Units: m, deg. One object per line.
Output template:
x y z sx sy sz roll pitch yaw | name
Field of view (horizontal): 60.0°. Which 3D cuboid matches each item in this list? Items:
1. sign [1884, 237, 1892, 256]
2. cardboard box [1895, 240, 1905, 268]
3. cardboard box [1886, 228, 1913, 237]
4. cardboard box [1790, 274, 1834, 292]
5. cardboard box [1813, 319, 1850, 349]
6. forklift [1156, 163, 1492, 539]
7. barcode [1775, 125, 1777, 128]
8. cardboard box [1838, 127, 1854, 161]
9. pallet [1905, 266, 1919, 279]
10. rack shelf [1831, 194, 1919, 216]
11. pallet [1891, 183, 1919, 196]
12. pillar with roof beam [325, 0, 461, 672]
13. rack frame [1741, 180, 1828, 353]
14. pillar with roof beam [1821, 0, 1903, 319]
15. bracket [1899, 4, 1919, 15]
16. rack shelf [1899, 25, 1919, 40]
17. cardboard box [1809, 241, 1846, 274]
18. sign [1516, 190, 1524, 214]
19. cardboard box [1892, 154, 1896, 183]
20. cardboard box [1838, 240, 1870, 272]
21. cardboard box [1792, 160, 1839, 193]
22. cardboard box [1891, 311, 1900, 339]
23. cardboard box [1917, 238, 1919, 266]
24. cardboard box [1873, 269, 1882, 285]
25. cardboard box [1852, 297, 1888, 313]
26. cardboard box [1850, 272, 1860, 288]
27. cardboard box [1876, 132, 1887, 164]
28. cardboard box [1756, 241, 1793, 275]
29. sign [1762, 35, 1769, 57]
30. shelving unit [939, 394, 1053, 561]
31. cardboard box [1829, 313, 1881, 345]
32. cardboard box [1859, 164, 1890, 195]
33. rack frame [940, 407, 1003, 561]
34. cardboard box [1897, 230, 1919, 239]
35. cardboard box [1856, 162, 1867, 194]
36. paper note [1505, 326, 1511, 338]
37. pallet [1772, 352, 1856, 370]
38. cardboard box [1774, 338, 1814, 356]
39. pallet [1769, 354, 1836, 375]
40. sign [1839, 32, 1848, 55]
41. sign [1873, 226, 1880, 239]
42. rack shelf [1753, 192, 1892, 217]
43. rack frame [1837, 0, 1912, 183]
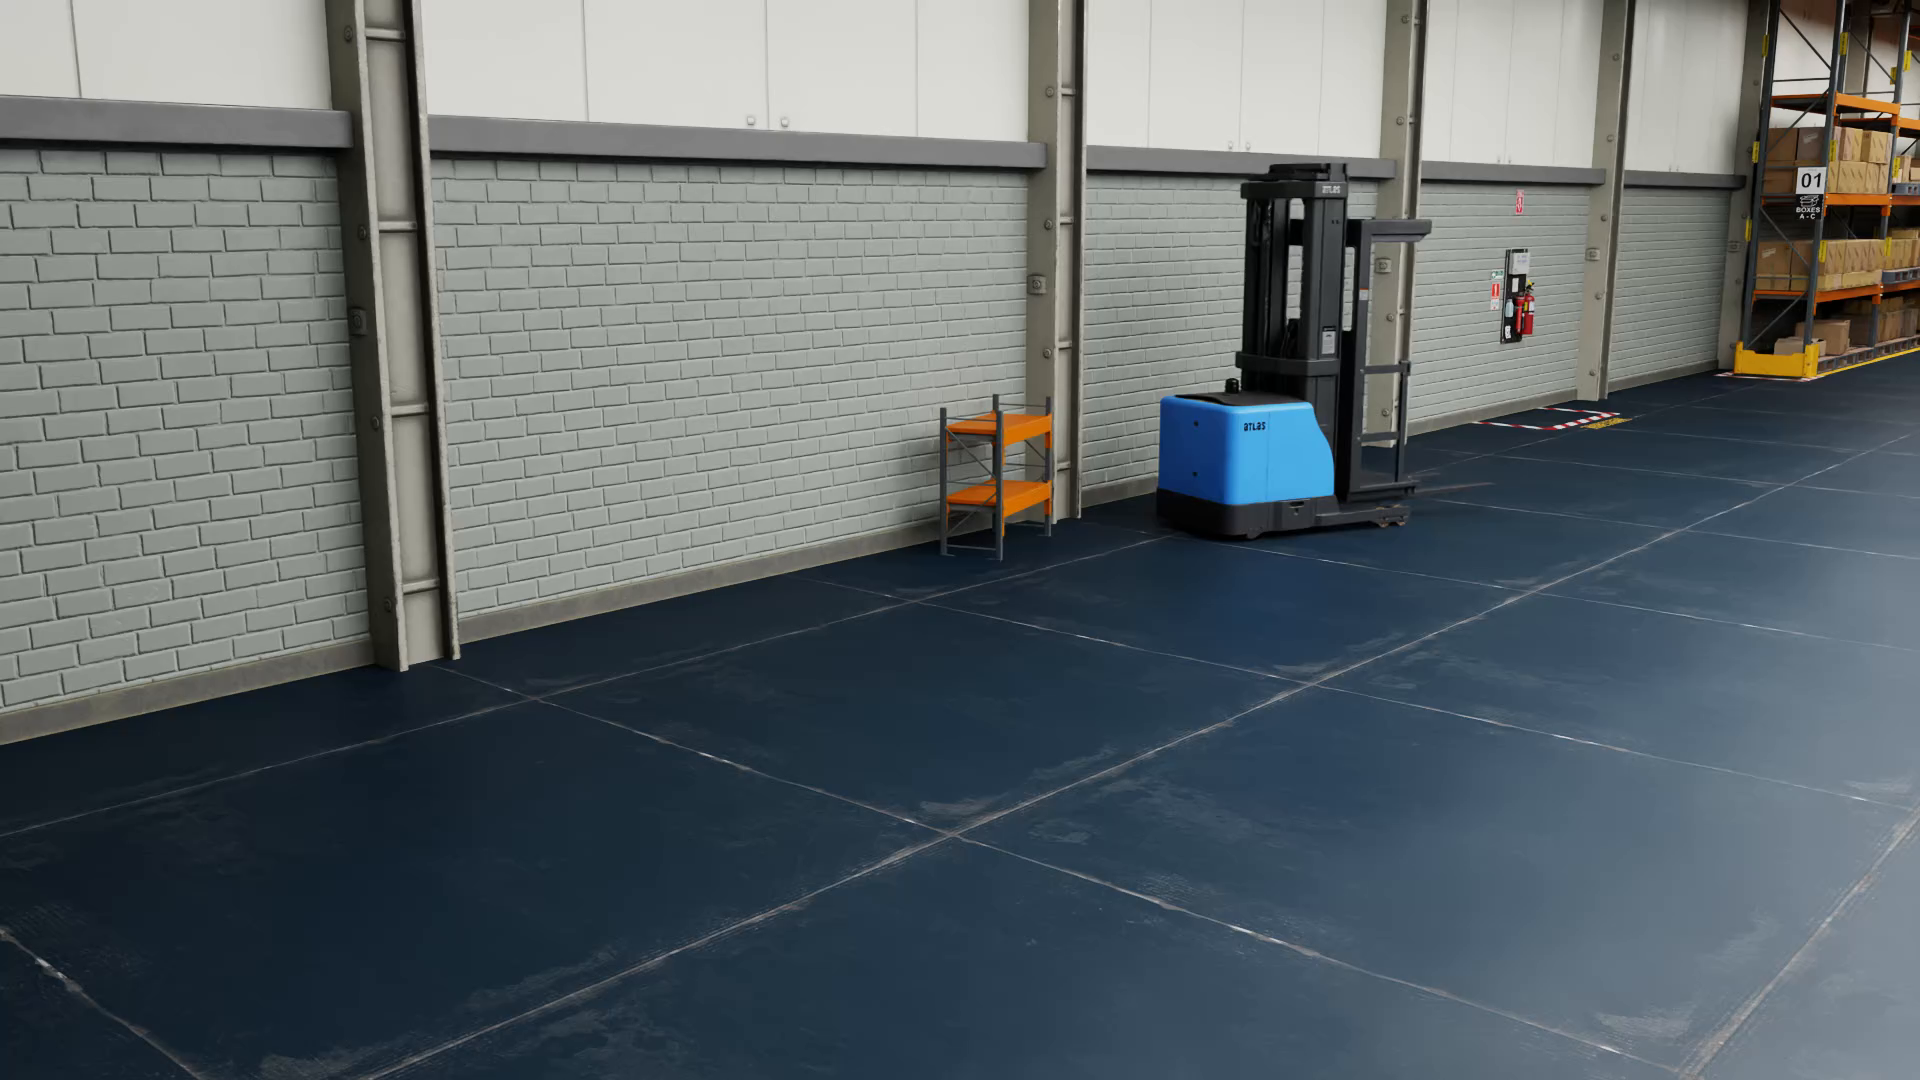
15.912 -5.031 28.529 0.100 0.325 0.005 10 15 40 | sign
16.647 -5.193 30.172 0.500 0.500 0.700 -10 15 -40 | cardboard box
18.245 -5.936 32.294 0.500 0.250 0.500 10 15 42 | cardboard box
13.420 -4.054 26.180 0.500 0.250 0.500 9 15 39 | cardboard box
14.845 -3.507 28.371 0.500 0.500 0.500 8 14 36 | cardboard box
3.170 -1.629 13.883 3.031 2.935 1.130 -6 13 -28 | forklift
12.952 -6.560 26.400 0.001 0.075 0.075 10 15 40 | barcode
13.665 -6.199 26.073 0.500 0.500 0.500 10 15 40 | cardboard box
17.750 -5.051 31.331 1.213 0.211 1.003 10 15 40 | pallet
16.820 -6.088 30.210 1.077 0.370 4.000 10 15 40 | rack shelf
15.987 -6.131 29.070 1.213 0.211 1.003 10 15 40 | pallet
0.063 -3.156 6.036 9.100 9.000 0.400 10 15 40 | pillar with roof beam
12.859 -4.087 26.013 1.000 3.000 0.127 10 15 40 | rack frame
19.866 -7.569 28.134 9.100 9.000 0.548 10 15 40 | pillar with roof beam
18.874 -10.285 32.542 0.076 0.066 4.783 10 15 40 | bracket
19.460 -9.777 32.537 1.077 0.370 4.000 10 15 40 | rack shelf
13.734 -4.493 26.467 0.500 0.500 0.500 10 15 41 | cardboard box
6.971 -4.208 20.705 0.001 0.298 0.199 10 15 40 | sign
15.921 -6.471 28.966 0.500 0.500 0.500 -9 15 -39 | cardboard box
14.754 -4.723 27.615 0.500 0.500 0.500 9 15 39 | cardboard box
13.268 -5.633 25.792 0.500 0.500 0.500 10 15 42 | cardboard box
16.970 -4.003 30.855 0.700 0.500 0.500 10 15 40 | cardboard box
17.837 -5.458 31.501 0.700 0.500 0.500 8 14 34 | cardboard box
15.415 -4.502 28.427 0.500 0.250 0.500 10 15 40 | cardboard box
16.602 -4.285 30.353 0.500 0.250 0.500 9 15 39 | cardboard box
14.428 -4.280 27.314 0.500 0.250 0.500 10 15 41 | cardboard box
15.017 -6.504 27.599 0.500 0.500 0.500 11 16 43 | cardboard box
13.011 -4.487 26.437 0.500 0.500 0.500 10 15 40 | cardboard box
12.456 -7.639 25.693 0.100 0.325 0.005 10 15 40 | sign
0.290 -0.509 12.889 0.538 1.125 1.048 5 12 23 | shelving unit
15.973 -3.775 29.714 0.700 0.500 0.500 10 15 42 | cardboard box
15.350 -6.098 28.120 0.500 0.500 0.500 10 15 42 | cardboard box
0.084 -0.418 12.433 0.500 1.125 0.032 5 12 23 | rack frame
17.935 -5.792 31.516 0.380 0.149 0.250 7 14 33 | cardboard box
14.326 -5.866 26.958 0.500 0.500 0.500 11 16 44 | cardboard box
6.882 -2.611 20.874 0.016 0.148 0.142 10 15 40 | paper note
14.278 -3.024 27.812 1.003 0.211 1.213 10 15 40 | pallet
13.383 -3.074 26.685 0.500 0.311 0.500 8 14 34 | cardboard box
13.472 -2.845 26.918 1.003 0.211 1.213 10 15 40 | pallet
13.267 -7.455 24.975 0.100 0.325 0.005 10 15 40 | sign
17.721 -5.903 32.150 0.100 0.325 0.005 10 15 40 | sign
14.179 -5.499 27.263 1.077 0.370 4.000 10 15 40 | rack shelf
15.500 -7.617 28.372 1.000 3.000 0.127 10 15 40 | rack frame
